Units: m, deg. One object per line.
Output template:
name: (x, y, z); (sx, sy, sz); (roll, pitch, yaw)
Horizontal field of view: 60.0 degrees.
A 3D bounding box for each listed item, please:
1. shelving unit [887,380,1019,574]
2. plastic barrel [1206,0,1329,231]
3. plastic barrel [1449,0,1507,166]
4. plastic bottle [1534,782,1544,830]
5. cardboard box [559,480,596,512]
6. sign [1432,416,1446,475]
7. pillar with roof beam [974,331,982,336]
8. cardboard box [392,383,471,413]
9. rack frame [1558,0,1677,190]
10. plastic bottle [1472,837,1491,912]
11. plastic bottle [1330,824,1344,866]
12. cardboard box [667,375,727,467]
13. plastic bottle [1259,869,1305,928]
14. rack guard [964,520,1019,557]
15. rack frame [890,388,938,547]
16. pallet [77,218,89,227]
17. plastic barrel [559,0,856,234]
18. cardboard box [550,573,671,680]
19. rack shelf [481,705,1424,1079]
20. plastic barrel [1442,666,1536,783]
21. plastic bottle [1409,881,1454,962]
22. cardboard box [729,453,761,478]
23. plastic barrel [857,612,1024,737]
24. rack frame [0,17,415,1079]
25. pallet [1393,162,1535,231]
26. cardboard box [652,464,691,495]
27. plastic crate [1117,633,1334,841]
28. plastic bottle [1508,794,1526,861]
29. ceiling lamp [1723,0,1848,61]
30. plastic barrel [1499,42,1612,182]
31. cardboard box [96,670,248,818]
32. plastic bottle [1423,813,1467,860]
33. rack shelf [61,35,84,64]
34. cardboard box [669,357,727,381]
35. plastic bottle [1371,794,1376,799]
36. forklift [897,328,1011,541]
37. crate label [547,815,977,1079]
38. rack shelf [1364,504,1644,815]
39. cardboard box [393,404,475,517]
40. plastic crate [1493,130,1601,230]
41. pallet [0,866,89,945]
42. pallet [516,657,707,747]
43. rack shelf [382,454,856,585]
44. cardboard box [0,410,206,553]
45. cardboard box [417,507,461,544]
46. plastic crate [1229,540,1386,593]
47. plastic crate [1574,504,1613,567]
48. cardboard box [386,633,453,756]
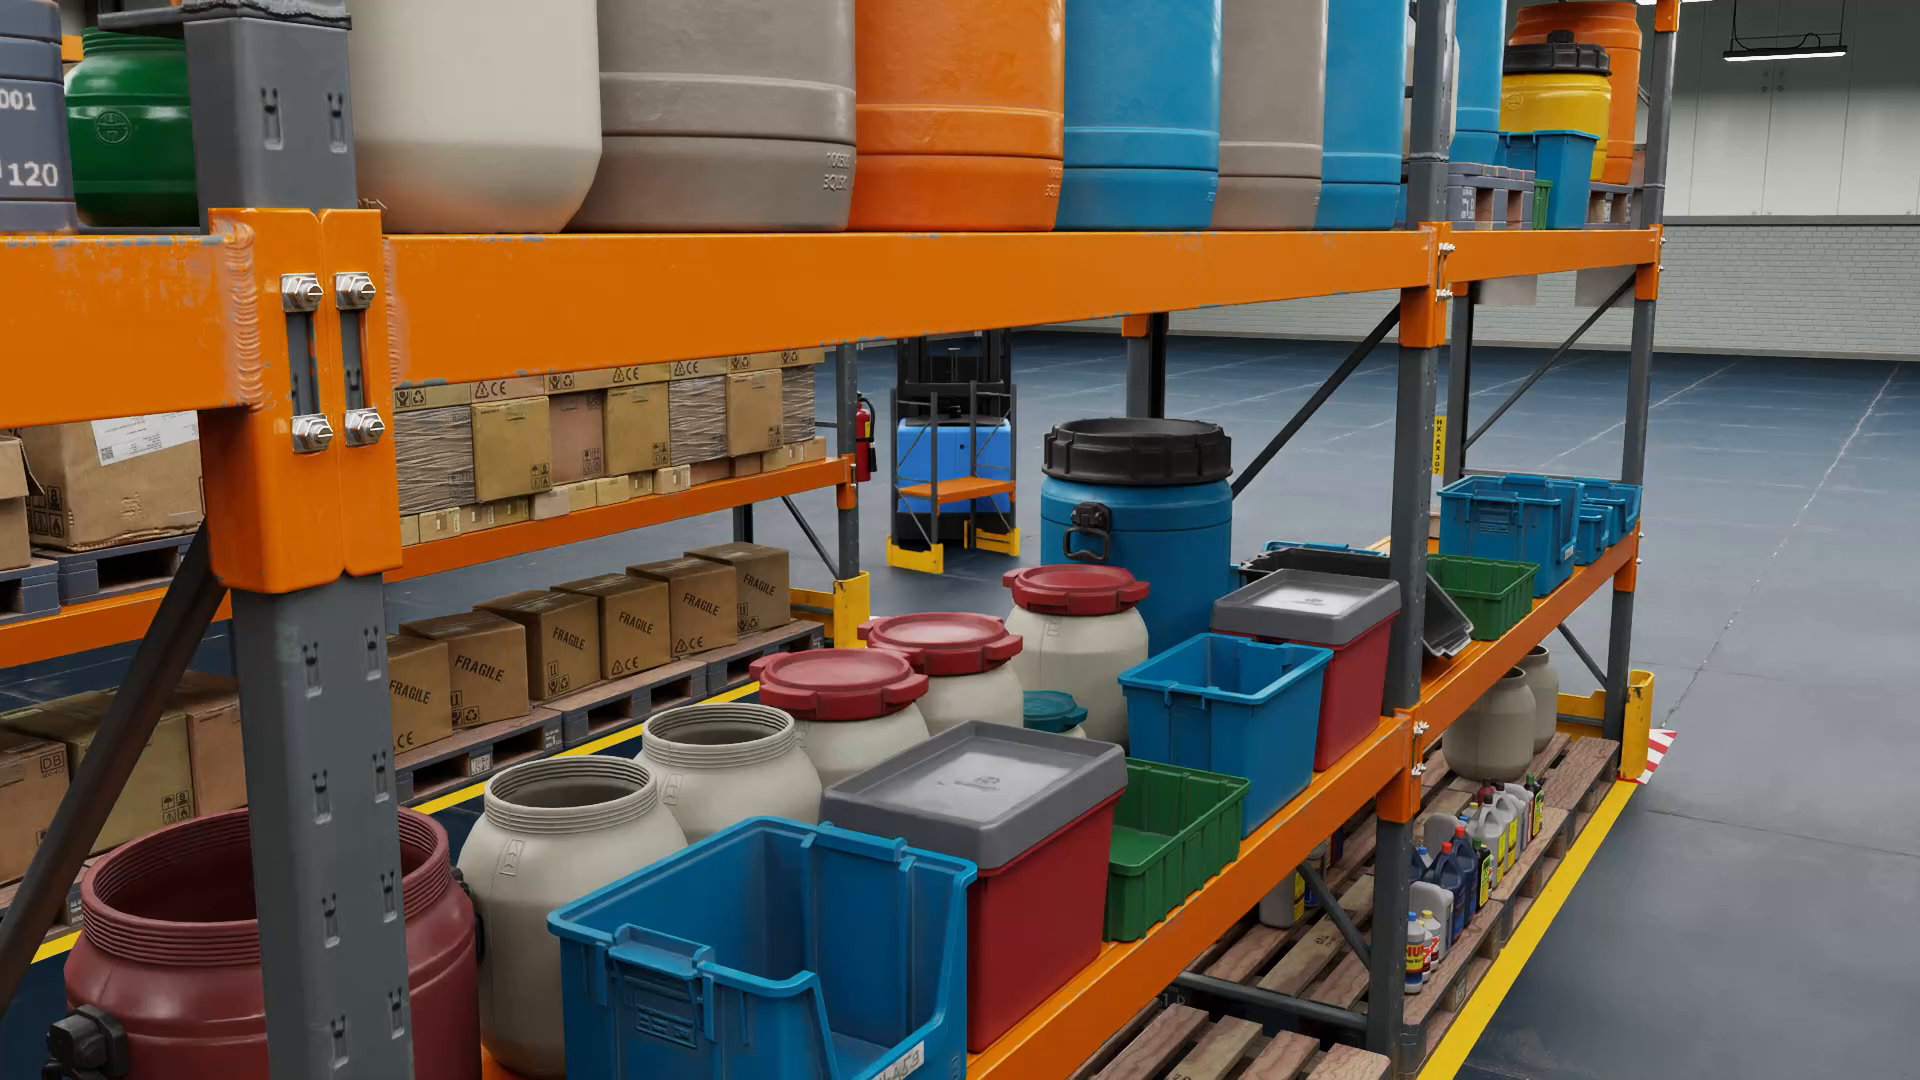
shelving unit: (-0.053, -0.561, 14.173); (0.587, 1.500, 1.083); (9, 14, 41)
plastic barrel: (0.595, -1.216, 4.079); (0.600, 0.901, 0.600); (0, 11, 0)
plastic barrel: (1.621, -1.772, 5.910); (0.600, 0.901, 0.708); (6, 12, 31)
plastic bottle: (2.511, 1.162, 7.300); (0.097, 0.201, 0.097); (0, 11, 0)
cardboard box: (-2.223, -0.252, 9.129); (0.380, 0.149, 0.250); (6, 12, 31)
sign: (2.622, -0.517, 9.108); (0.100, 0.325, 0.005); (6, 12, 31)
pillar with roof beam: (4.266, -9.454, 41.292); (9.100, 9.000, 0.548); (6, 12, 31)
cardboard box: (-2.769, -0.905, 8.136); (0.500, 0.500, 0.500); (6, 12, 31)
rack frame: (3.090, -3.277, 8.297); (1.000, 3.000, 0.127); (6, 12, 31)
plastic bottle: (2.006, 1.281, 6.441); (0.061, 0.283, 0.133); (7, 13, 33)
plastic bottle: (1.548, 1.195, 6.900); (0.061, 0.283, 0.133); (6, 12, 31)
cardboard box: (-1.906, -0.748, 10.013); (0.875, 0.500, 0.500); (6, 12, 31)
plastic bottle: (1.224, 1.272, 6.307); (0.144, 0.351, 0.185); (6, 12, 31)
rack guard: (0.277, -0.016, 14.655); (0.587, 0.250, 0.087); (9, 14, 41)
rack frame: (-0.383, -0.492, 13.805); (0.500, 1.500, 0.032); (9, 14, 41)
pallet: (-4.167, -1.304, 6.421); (1.213, 0.211, 1.003); (6, 12, 31)
plastic barrel: (-0.452, -0.899, 2.386); (0.600, 0.901, 0.600); (0, 11, 0)
cardboard box: (-2.104, 0.512, 10.016); (0.500, 0.500, 0.500); (8, 13, 36)
rack shelf: (-0.025, 0.969, 3.875); (1.077, 0.370, 4.000); (6, 12, 31)
plastic barrel: (2.553, 0.878, 8.027); (0.421, 0.512, 0.421); (0, 11, 0)
plastic bottle: (1.698, 1.362, 6.029); (0.152, 0.276, 0.135); (7, 13, 33)
cardboard box: (-1.474, -0.492, 10.407); (0.380, 0.149, 0.250); (6, 12, 31)
plastic barrel: (-0.052, 0.479, 4.168); (0.433, 0.535, 0.433); (0, 11, 0)
rack frame: (-1.064, 0.930, 2.129); (1.000, 3.000, 0.127); (6, 12, 31)
pallet: (1.304, -1.203, 5.886); (1.213, 0.211, 1.003); (6, 12, 31)
cardboard box: (-1.804, -0.367, 9.741); (0.380, 0.149, 0.250); (6, 12, 31)
plastic crate: (0.706, 0.512, 4.405); (0.392, 0.384, 0.575); (6, 12, 31)
plastic bottle: (2.285, 1.184, 6.979); (0.152, 0.276, 0.135); (6, 12, 29)
ceiling lamp: (14.989, -10.292, 29.908); (2.000, 3.185, 0.800); (6, 12, 31)
plastic barrel: (2.607, -1.910, 7.495); (0.600, 0.588, 0.600); (0, 11, 0)
cardboard box: (-3.557, 0.935, 7.701); (0.700, 0.500, 0.500); (5, 12, 26)
plastic bottle: (1.966, 1.230, 6.736); (0.152, 0.276, 0.135); (6, 12, 31)
rack shelf: (-6.368, -3.375, 11.864); (1.077, 0.370, 4.000); (6, 12, 31)
cardboard box: (-1.734, -1.220, 9.818); (0.500, 0.500, 0.500); (6, 12, 31)
plastic bottle: (1.882, 1.052, 7.696); (0.097, 0.271, 0.097); (0, 11, 0)
forklift: (-0.061, -1.653, 16.115); (1.130, 2.935, 3.031); (0, 11, -1)
crate label: (-0.317, 0.783, 2.822); (0.502, 0.435, 0.616); (6, 12, 31)
rack shelf: (2.051, 0.340, 7.235); (1.077, 0.370, 4.000); (6, 12, 31)
cardboard box: (-2.934, -0.432, 8.326); (0.875, 0.500, 0.500); (6, 12, 31)
plastic crate: (2.357, -1.466, 6.819); (0.392, 0.384, 0.575); (6, 12, 31)
pallet: (-4.255, 1.514, 6.589); (1.003, 0.211, 1.213); (6, 12, 31)
pallet: (-2.269, 0.897, 9.884); (1.003, 0.211, 1.213); (6, 12, 31)
rack shelf: (-2.182, -0.133, 9.763); (1.077, 0.370, 4.000); (6, 12, 31)
cardboard box: (-3.752, -0.562, 7.327); (1.000, 1.000, 1.000); (6, 12, 31)
cardboard box: (-2.710, -0.092, 8.270); (0.380, 0.149, 0.250); (6, 12, 31)
plastic crate: (1.356, 0.174, 6.571); (0.499, 0.251, 0.616); (6, 12, 31)
plastic crate: (2.744, -0.046, 7.747); (0.499, 0.251, 0.408); (6, 12, 31)
cardboard box: (-2.978, 0.791, 8.523); (0.500, 0.500, 0.500); (6, 12, 29)
